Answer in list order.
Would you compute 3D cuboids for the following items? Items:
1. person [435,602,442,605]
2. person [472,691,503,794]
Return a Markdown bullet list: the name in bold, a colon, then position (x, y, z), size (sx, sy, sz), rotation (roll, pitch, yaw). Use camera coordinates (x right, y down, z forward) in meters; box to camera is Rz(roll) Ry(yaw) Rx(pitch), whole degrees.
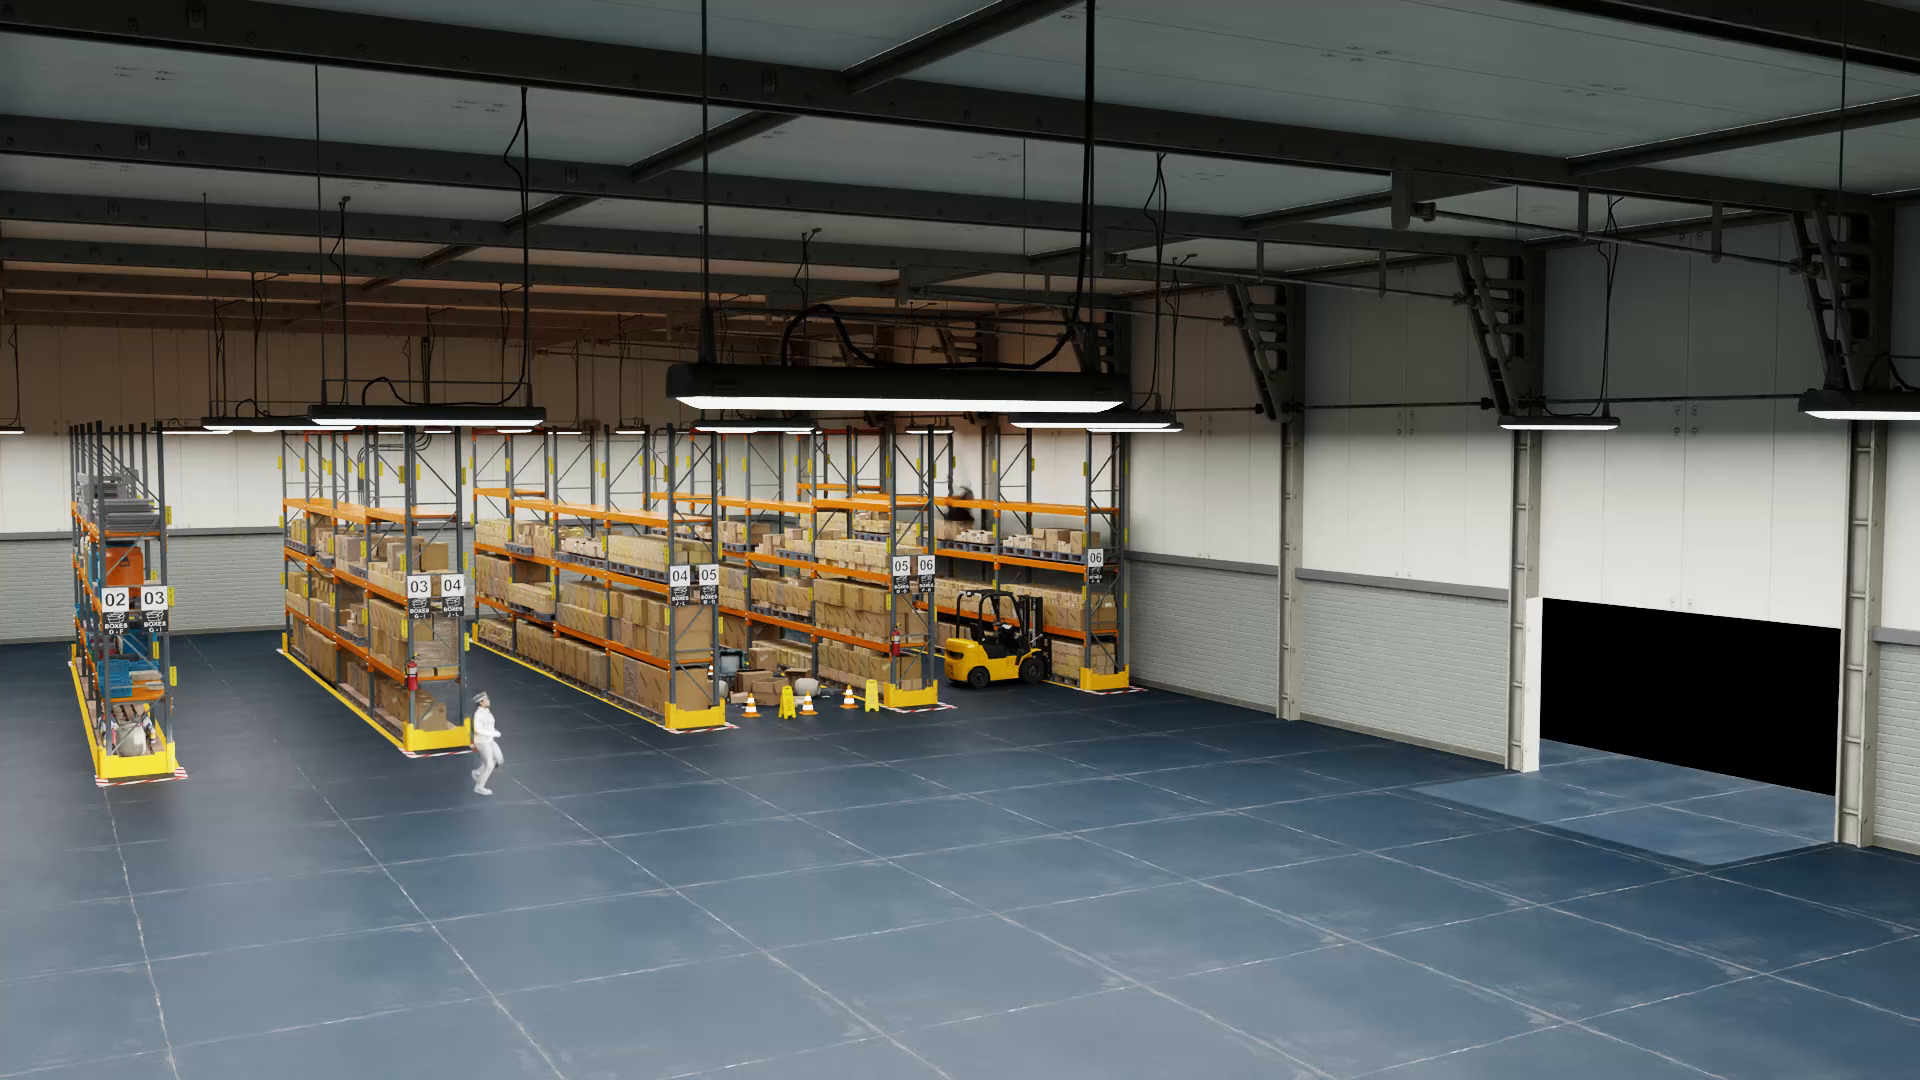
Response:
- **person**: position (-14.290, 2.061, 45.523), size (0.719, 1.710, 0.614), rotation (0, 4, -7)
- **person**: position (-7.597, 3.241, 26.676), size (0.494, 1.659, 0.681), rotation (0, 4, -5)
